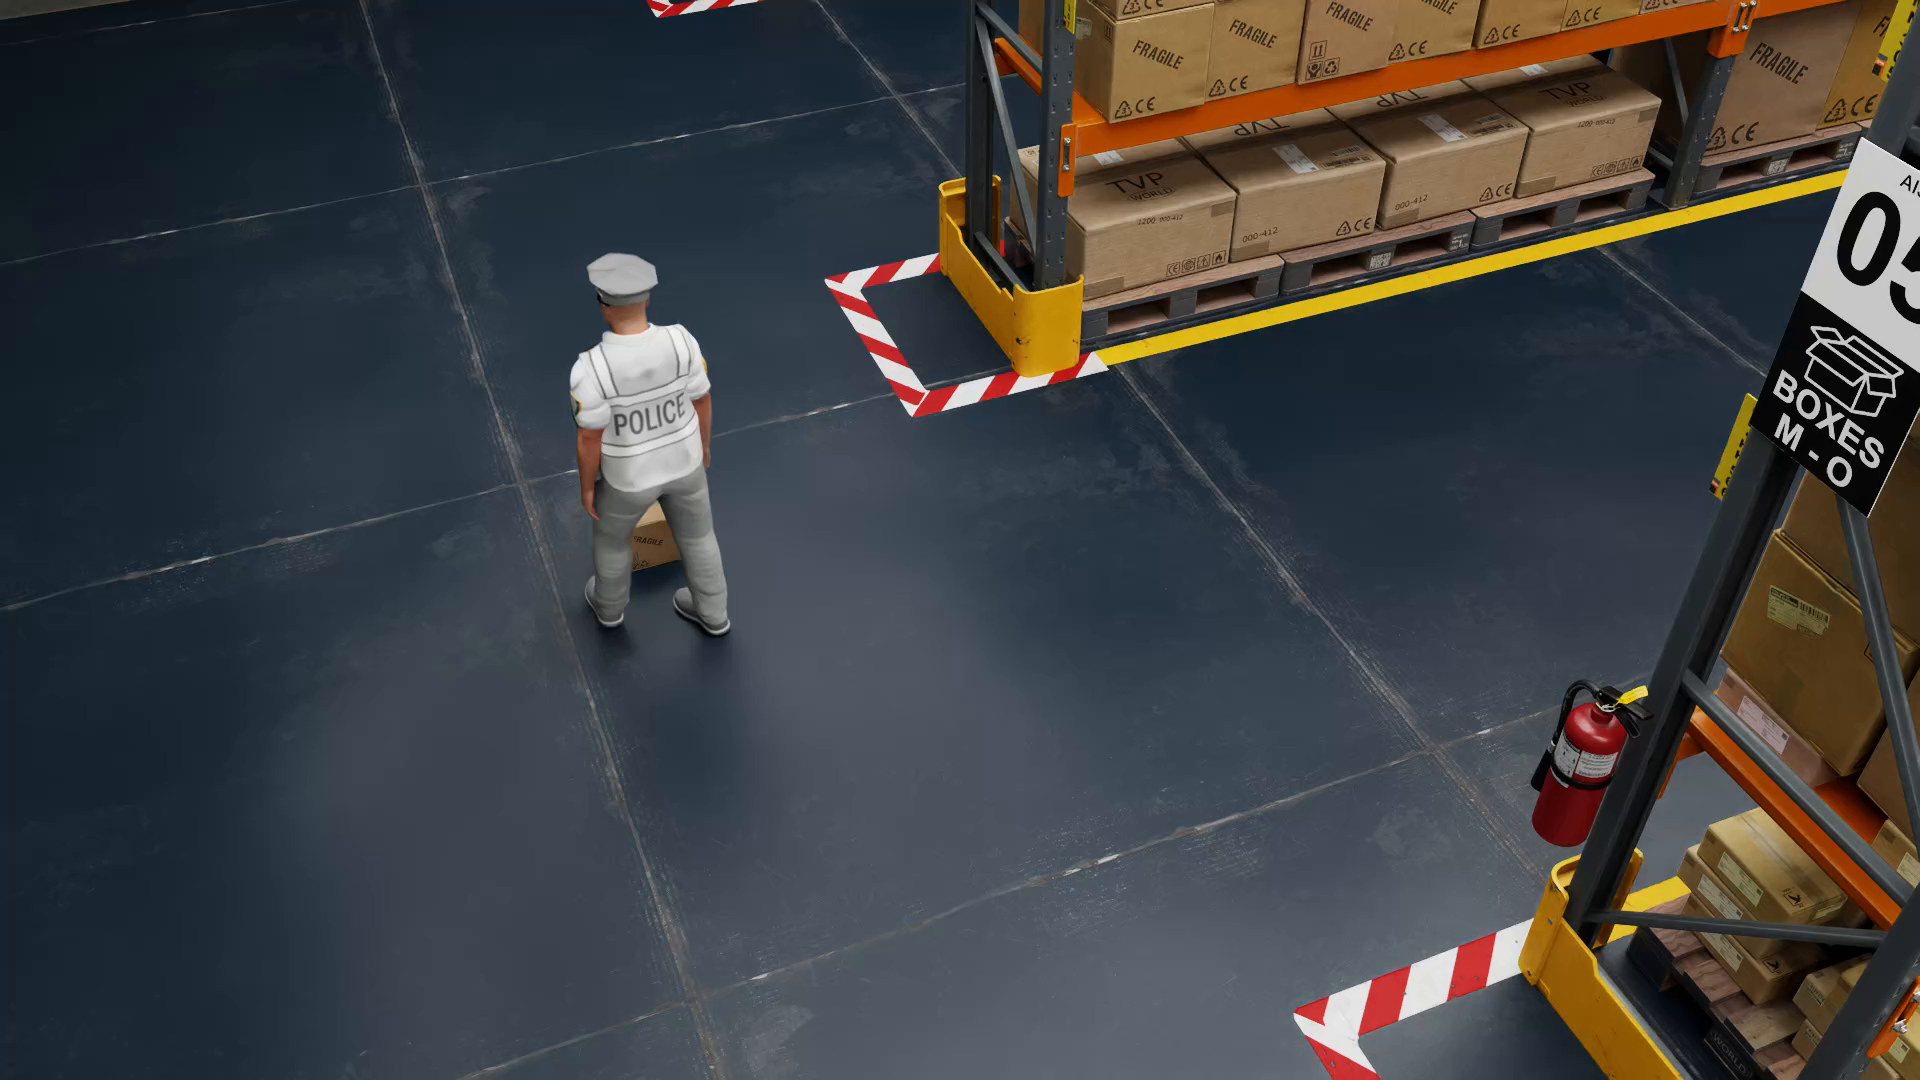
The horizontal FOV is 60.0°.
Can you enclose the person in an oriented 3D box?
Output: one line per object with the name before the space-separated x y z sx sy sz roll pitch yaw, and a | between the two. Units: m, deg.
person | -1.276 -0.361 6.554 0.569 1.742 0.590 -21 46 -22
